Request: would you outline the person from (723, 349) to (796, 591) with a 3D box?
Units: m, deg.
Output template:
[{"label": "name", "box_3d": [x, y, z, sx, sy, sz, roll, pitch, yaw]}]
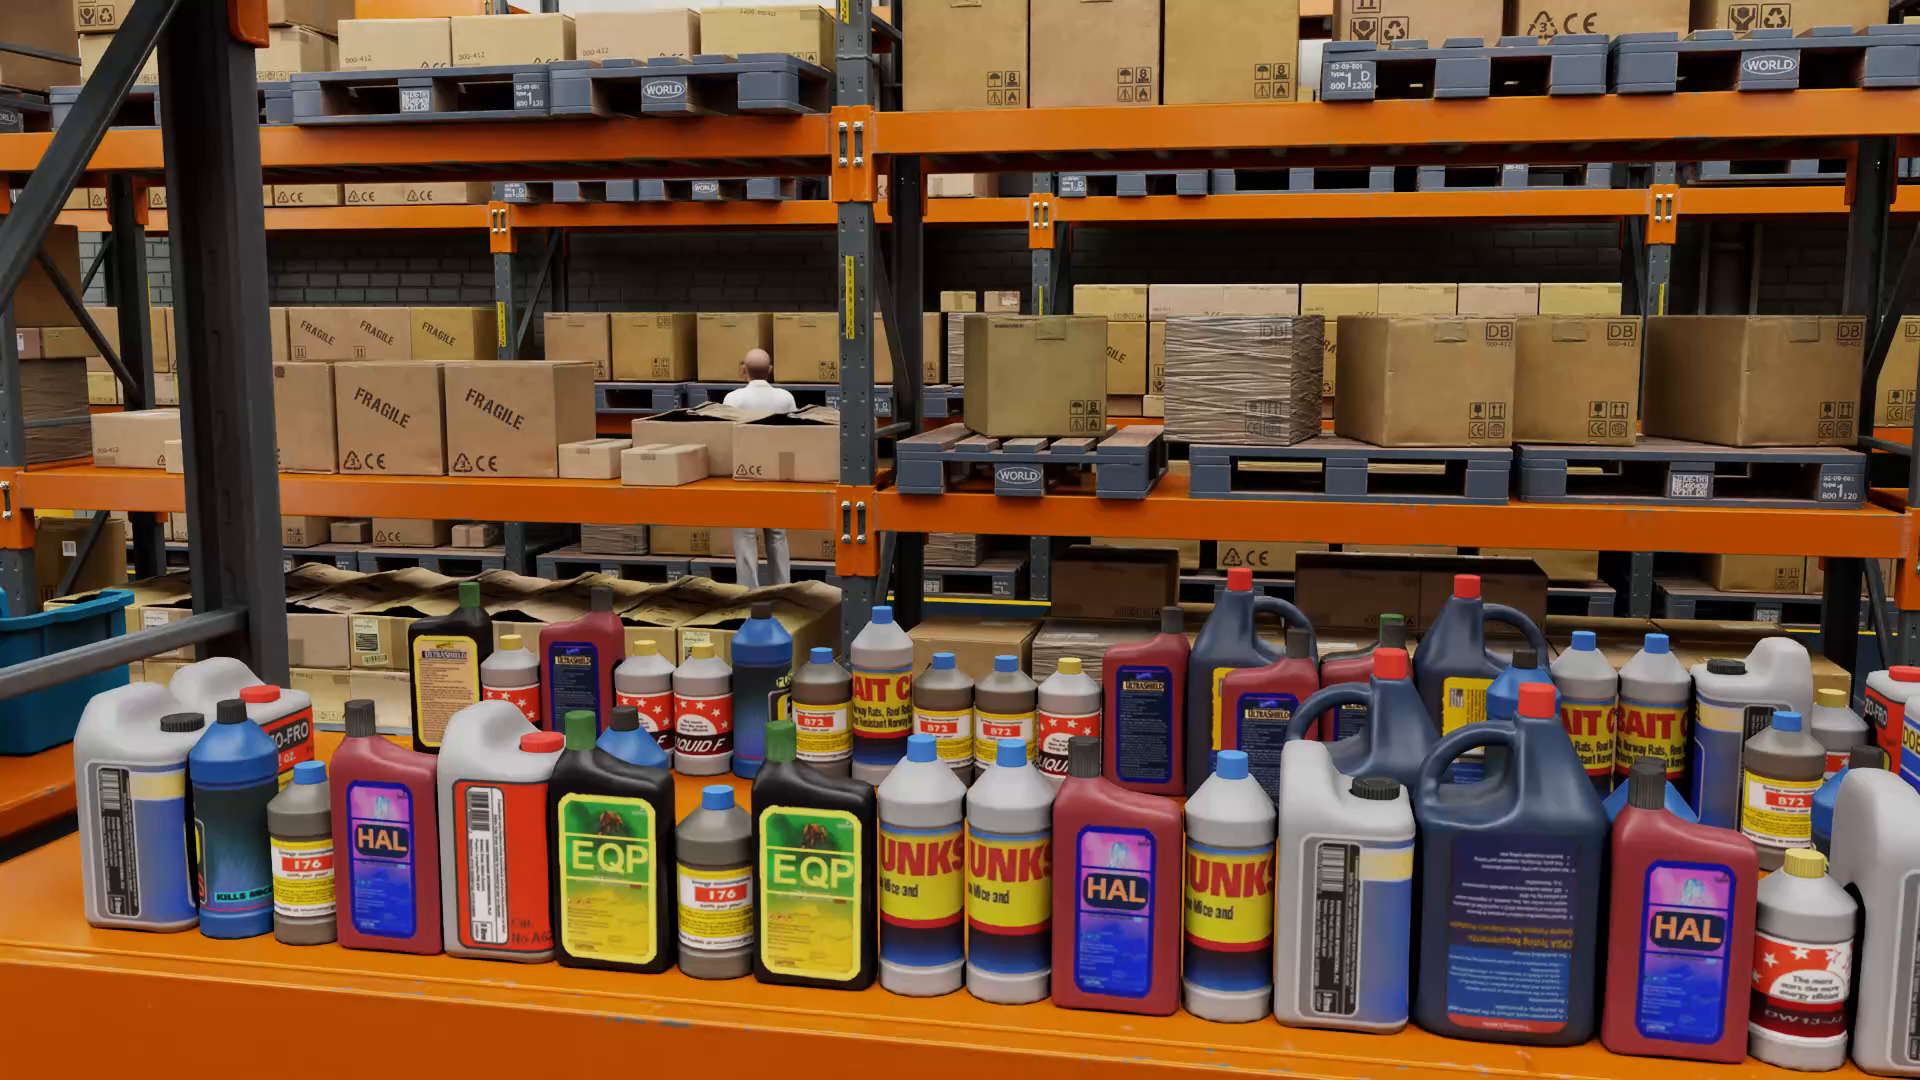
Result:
[{"label": "person", "box_3d": [-1.376, -0.395, 11.212, 0.565, 1.783, 0.376, -4, 9, -29]}]
